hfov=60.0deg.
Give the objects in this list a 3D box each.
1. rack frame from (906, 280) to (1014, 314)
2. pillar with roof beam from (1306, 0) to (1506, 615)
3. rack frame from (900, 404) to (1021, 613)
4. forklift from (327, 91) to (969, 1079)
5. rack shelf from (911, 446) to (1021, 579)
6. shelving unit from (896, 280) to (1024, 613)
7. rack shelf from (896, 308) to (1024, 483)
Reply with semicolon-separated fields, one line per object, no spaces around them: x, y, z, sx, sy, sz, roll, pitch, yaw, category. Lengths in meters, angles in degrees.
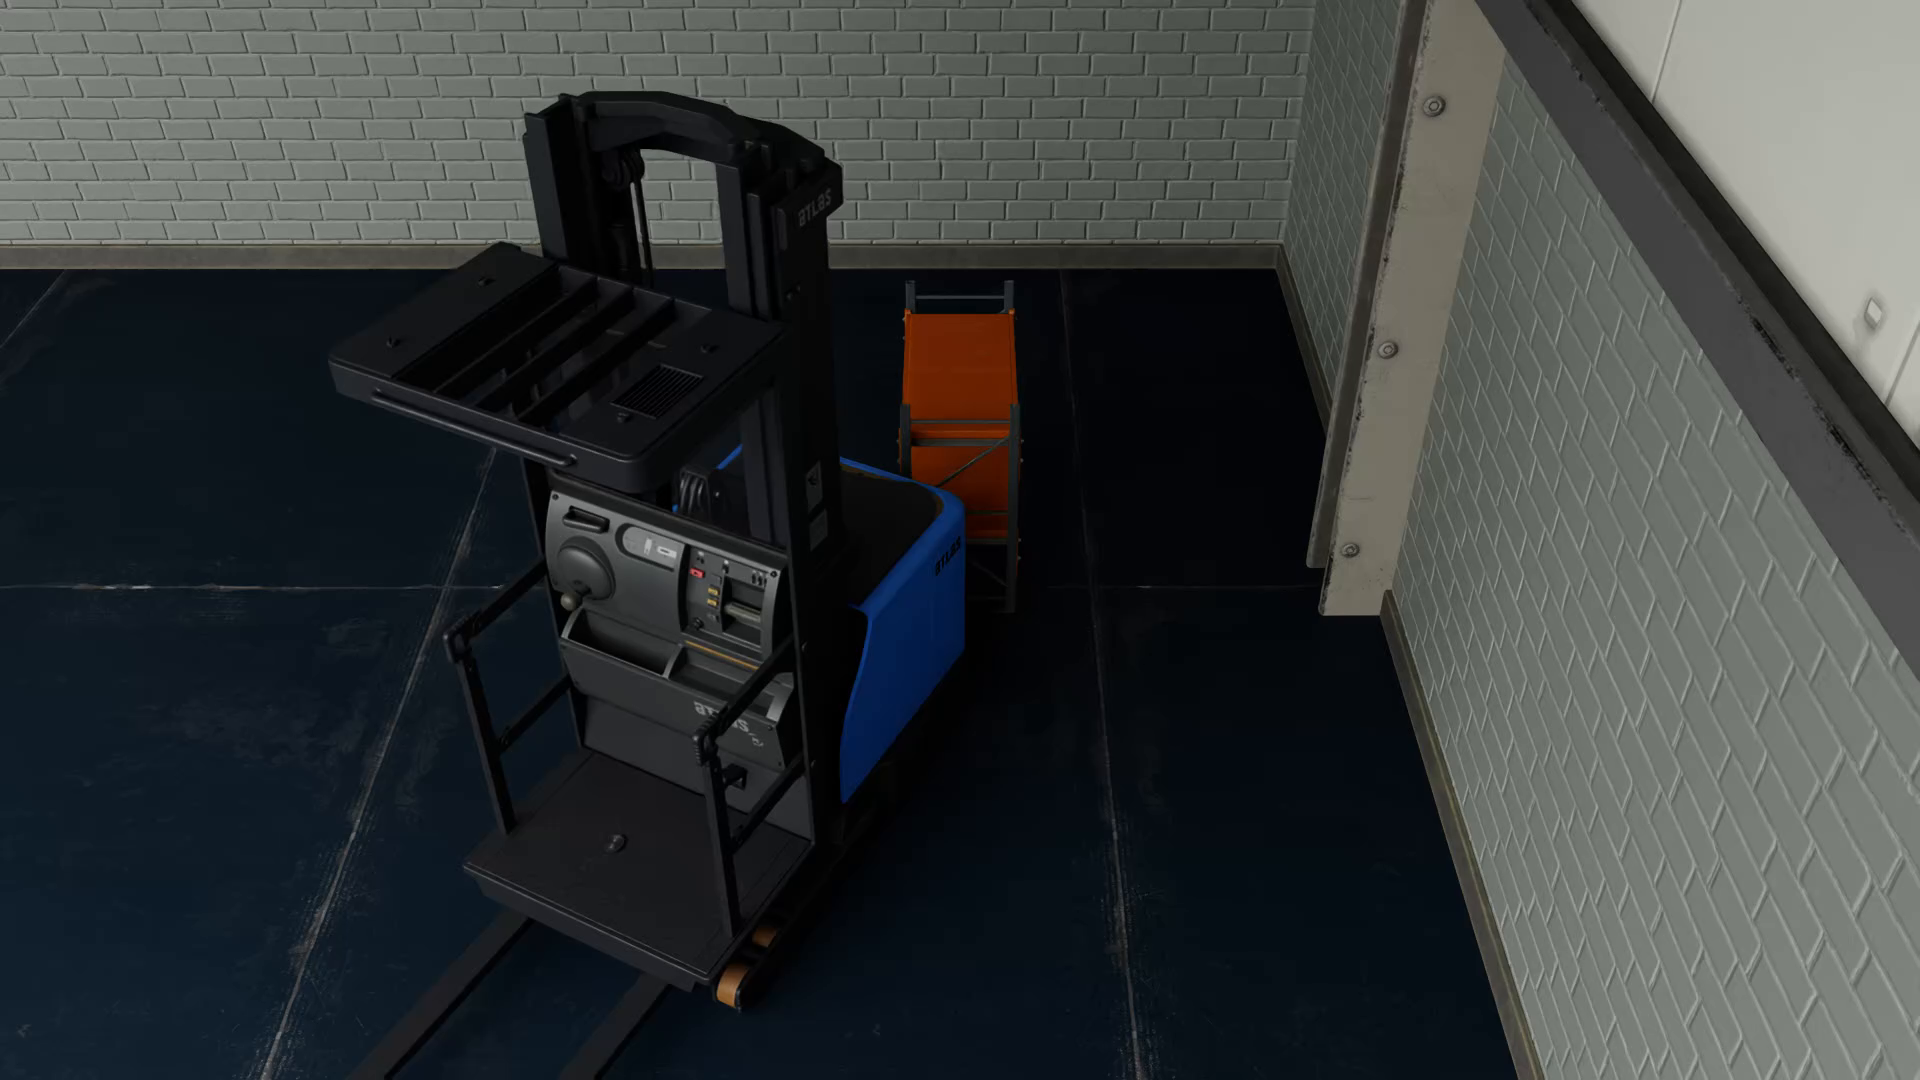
-0.001;-0.753;8.035;0.500;1.125;0.032;0;39;0;rack frame
-2.513;-3.291;4.906;9.100;9.000;0.400;0;39;0;pillar with roof beam
0.001;-0.117;7.242;0.500;1.125;0.032;0;39;0;rack frame
-1.097;0.195;5.408;1.130;2.935;3.031;18;42;21;forklift
0.000;-0.244;7.791;0.538;0.278;1.000;0;39;0;rack shelf
0.000;-0.435;7.638;0.538;1.125;1.048;0;39;0;shelving unit
0.000;-0.663;7.455;0.538;0.278;1.000;0;39;0;rack shelf
